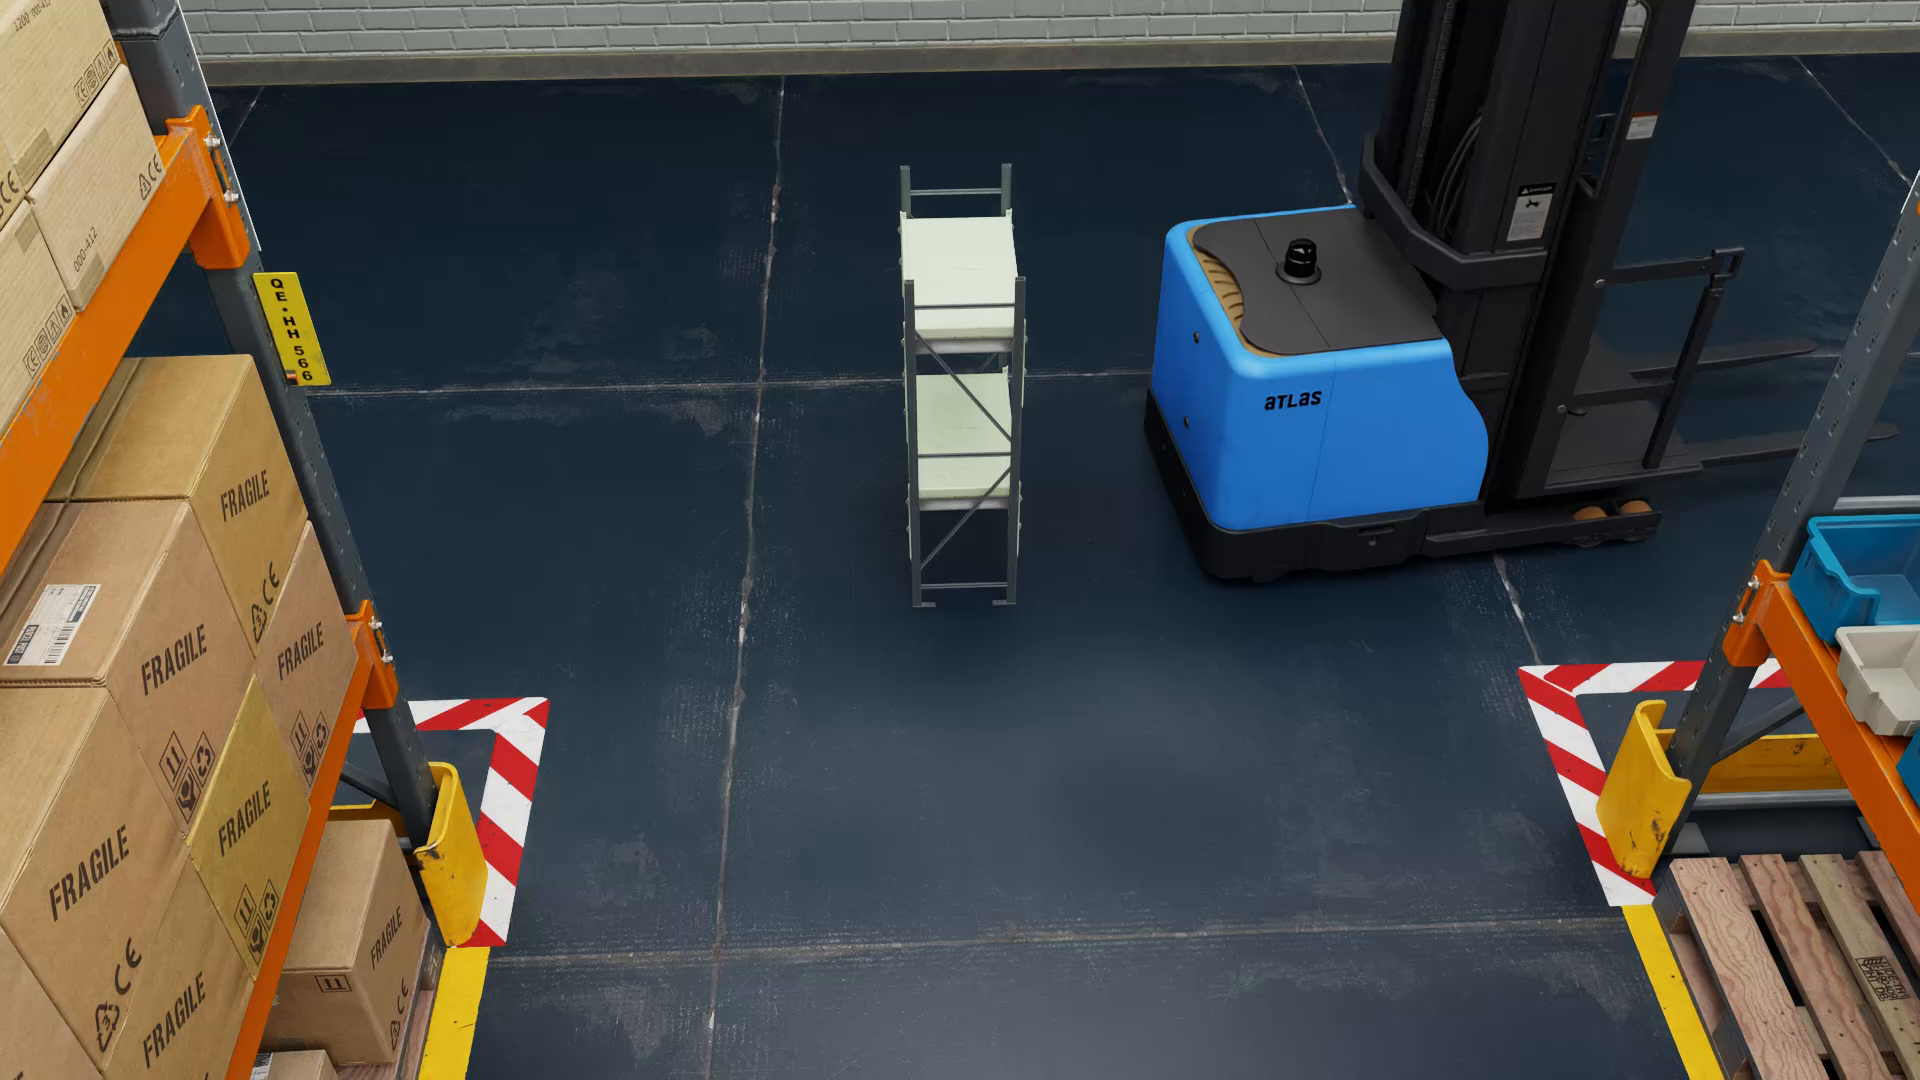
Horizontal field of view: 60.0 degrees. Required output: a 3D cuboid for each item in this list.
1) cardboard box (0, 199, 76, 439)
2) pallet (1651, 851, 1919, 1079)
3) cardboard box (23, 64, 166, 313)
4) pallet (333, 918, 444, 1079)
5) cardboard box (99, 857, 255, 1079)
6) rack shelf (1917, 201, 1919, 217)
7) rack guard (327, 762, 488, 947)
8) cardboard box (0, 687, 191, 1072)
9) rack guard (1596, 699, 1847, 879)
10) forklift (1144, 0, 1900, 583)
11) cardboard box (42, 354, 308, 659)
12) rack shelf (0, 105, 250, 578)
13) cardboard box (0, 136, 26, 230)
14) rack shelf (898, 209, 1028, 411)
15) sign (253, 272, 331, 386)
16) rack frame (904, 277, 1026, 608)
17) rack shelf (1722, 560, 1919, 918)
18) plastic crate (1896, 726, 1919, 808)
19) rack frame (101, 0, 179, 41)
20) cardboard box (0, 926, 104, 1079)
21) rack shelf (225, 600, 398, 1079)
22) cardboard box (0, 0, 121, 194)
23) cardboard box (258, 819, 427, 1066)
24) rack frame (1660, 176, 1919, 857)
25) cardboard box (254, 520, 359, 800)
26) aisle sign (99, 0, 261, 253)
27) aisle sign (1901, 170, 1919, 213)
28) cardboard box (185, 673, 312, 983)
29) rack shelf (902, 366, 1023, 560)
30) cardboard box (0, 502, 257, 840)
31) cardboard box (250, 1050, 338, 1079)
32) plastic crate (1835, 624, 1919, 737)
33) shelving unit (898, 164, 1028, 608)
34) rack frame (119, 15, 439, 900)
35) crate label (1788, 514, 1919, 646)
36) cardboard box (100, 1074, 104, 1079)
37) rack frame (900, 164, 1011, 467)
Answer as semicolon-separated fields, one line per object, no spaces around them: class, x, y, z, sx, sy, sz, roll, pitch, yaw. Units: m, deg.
cardboard box;-1.859;-0.330;2.781;0.500;0.250;0.500;-2;43;-2
pallet;2.791;1.490;4.968;1.003;0.211;1.213;-2;43;-2
cardboard box;-1.869;-0.667;3.149;0.500;0.250;0.500;-2;43;-2
pallet;-2.117;1.661;4.782;1.003;0.211;1.213;-2;43;-2
cardboard box;-1.822;0.989;3.378;0.500;0.500;0.500;-1;43;-1
rack shelf;2.879;0.414;2.391;1.077;0.370;4.000;-2;43;-2
rack guard;-2.151;1.016;5.271;1.175;0.500;0.348;-2;43;-2
cardboard box;-1.812;0.622;3.038;0.500;0.500;0.500;-1;43;-1
rack guard;2.780;0.810;5.497;1.175;0.500;0.348;-2;43;-2
forklift;2.359;-1.398;6.106;3.031;2.935;1.130;-7;43;-8
cardboard box;-1.861;-0.069;3.792;0.500;0.500;0.500;-2;43;-2
rack shelf;-2.070;0.553;2.239;1.077;0.370;4.000;-2;43;-2
cardboard box;-1.857;-0.514;2.612;0.500;0.250;0.500;-2;43;-2
rack shelf;0.000;-0.836;5.975;0.431;0.370;0.720;-2;43;-2
sign;-1.599;-0.502;3.987;0.100;0.325;0.005;-2;43;-2
rack frame;0.016;-0.301;5.969;0.400;1.500;0.023;-2;43;-2
rack shelf;2.879;1.519;3.405;1.077;0.370;4.000;-2;43;-2
plastic crate;2.504;0.564;3.994;0.416;0.233;0.300;-2;43;-2
rack frame;-2.155;-2.168;2.455;1.000;3.000;0.127;-2;43;-2
cardboard box;-1.790;0.968;2.660;0.500;0.500;0.500;0;43;0
rack shelf;-2.070;1.659;3.252;1.077;0.370;4.000;-2;43;-2
cardboard box;-1.878;-0.852;2.980;0.500;0.250;0.500;-2;43;-2
cardboard box;-1.885;1.163;4.786;0.500;0.500;0.500;-2;43;-2
rack frame;2.794;-0.096;4.635;1.000;3.000;0.127;-2;43;-2
cardboard box;-1.864;0.301;4.127;0.500;0.500;0.500;0;43;0
aisle sign;-1.852;-0.969;3.664;0.394;0.787;0.004;-2;43;-2
aisle sign;2.495;-1.094;3.800;0.394;0.787;0.004;-2;43;-2
cardboard box;-1.838;0.652;3.745;0.500;0.500;0.500;-1;43;-1
rack shelf;0.000;-0.308;6.459;0.431;0.370;0.720;-2;43;-2
cardboard box;-1.839;0.272;3.420;0.500;0.500;0.500;-1;43;-1
cardboard box;-1.958;1.562;4.597;0.380;0.166;0.250;-2;43;-2
plastic crate;2.407;0.374;4.273;0.250;0.136;0.298;-2;43;-2
shelving unit;0.000;-0.548;6.238;0.431;1.500;0.755;-2;43;-2
rack frame;-2.155;0.044;4.482;1.000;3.000;0.127;-2;43;-2
crate label;2.476;0.120;4.479;0.416;0.233;0.303;-2;43;-2
cardboard box;-1.801;1.329;3.007;0.500;0.500;0.500;-2;43;-2
rack frame;-0.015;-0.795;6.508;0.400;1.500;0.023;-2;43;-2
